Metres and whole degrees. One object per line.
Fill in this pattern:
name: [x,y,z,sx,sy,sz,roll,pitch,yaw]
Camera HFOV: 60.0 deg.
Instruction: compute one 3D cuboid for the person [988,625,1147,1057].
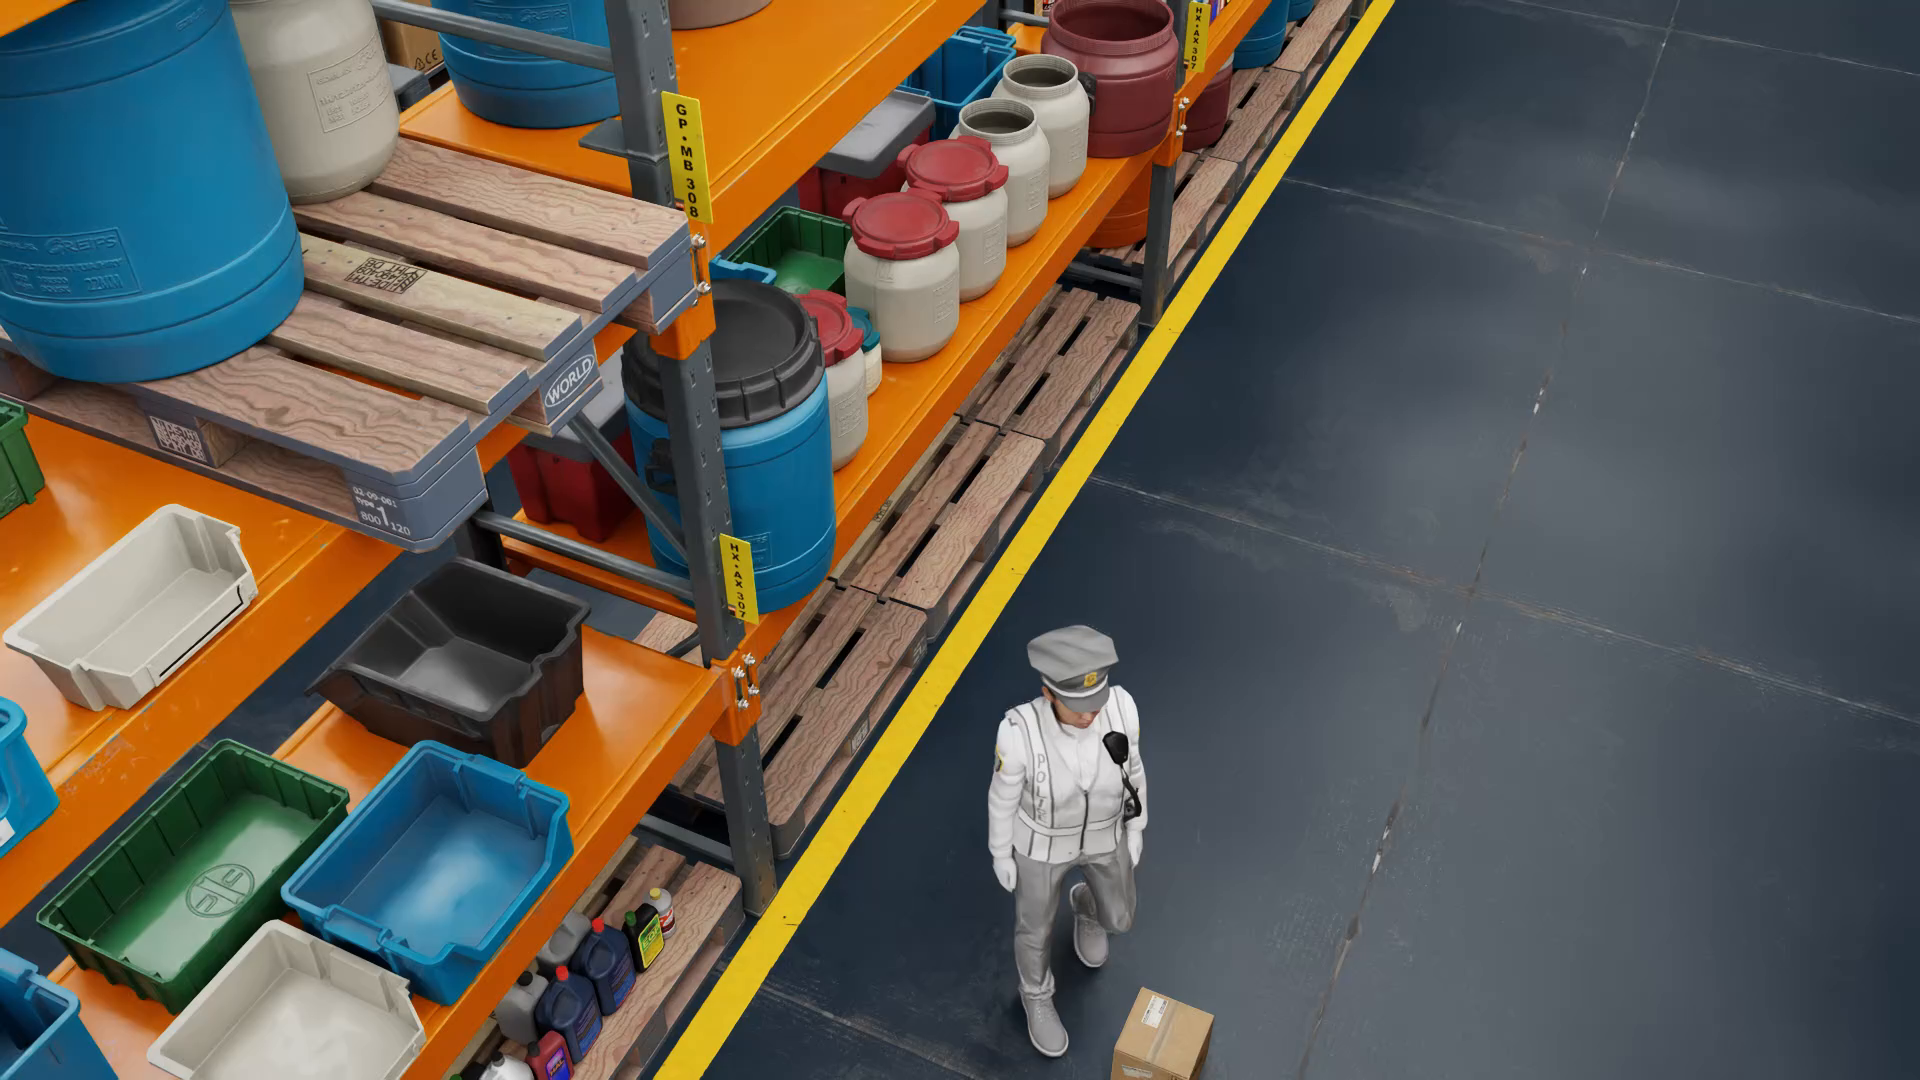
person: [0.331,0.907,5.135,0.501,1.674,0.530,-11,43,-12]
